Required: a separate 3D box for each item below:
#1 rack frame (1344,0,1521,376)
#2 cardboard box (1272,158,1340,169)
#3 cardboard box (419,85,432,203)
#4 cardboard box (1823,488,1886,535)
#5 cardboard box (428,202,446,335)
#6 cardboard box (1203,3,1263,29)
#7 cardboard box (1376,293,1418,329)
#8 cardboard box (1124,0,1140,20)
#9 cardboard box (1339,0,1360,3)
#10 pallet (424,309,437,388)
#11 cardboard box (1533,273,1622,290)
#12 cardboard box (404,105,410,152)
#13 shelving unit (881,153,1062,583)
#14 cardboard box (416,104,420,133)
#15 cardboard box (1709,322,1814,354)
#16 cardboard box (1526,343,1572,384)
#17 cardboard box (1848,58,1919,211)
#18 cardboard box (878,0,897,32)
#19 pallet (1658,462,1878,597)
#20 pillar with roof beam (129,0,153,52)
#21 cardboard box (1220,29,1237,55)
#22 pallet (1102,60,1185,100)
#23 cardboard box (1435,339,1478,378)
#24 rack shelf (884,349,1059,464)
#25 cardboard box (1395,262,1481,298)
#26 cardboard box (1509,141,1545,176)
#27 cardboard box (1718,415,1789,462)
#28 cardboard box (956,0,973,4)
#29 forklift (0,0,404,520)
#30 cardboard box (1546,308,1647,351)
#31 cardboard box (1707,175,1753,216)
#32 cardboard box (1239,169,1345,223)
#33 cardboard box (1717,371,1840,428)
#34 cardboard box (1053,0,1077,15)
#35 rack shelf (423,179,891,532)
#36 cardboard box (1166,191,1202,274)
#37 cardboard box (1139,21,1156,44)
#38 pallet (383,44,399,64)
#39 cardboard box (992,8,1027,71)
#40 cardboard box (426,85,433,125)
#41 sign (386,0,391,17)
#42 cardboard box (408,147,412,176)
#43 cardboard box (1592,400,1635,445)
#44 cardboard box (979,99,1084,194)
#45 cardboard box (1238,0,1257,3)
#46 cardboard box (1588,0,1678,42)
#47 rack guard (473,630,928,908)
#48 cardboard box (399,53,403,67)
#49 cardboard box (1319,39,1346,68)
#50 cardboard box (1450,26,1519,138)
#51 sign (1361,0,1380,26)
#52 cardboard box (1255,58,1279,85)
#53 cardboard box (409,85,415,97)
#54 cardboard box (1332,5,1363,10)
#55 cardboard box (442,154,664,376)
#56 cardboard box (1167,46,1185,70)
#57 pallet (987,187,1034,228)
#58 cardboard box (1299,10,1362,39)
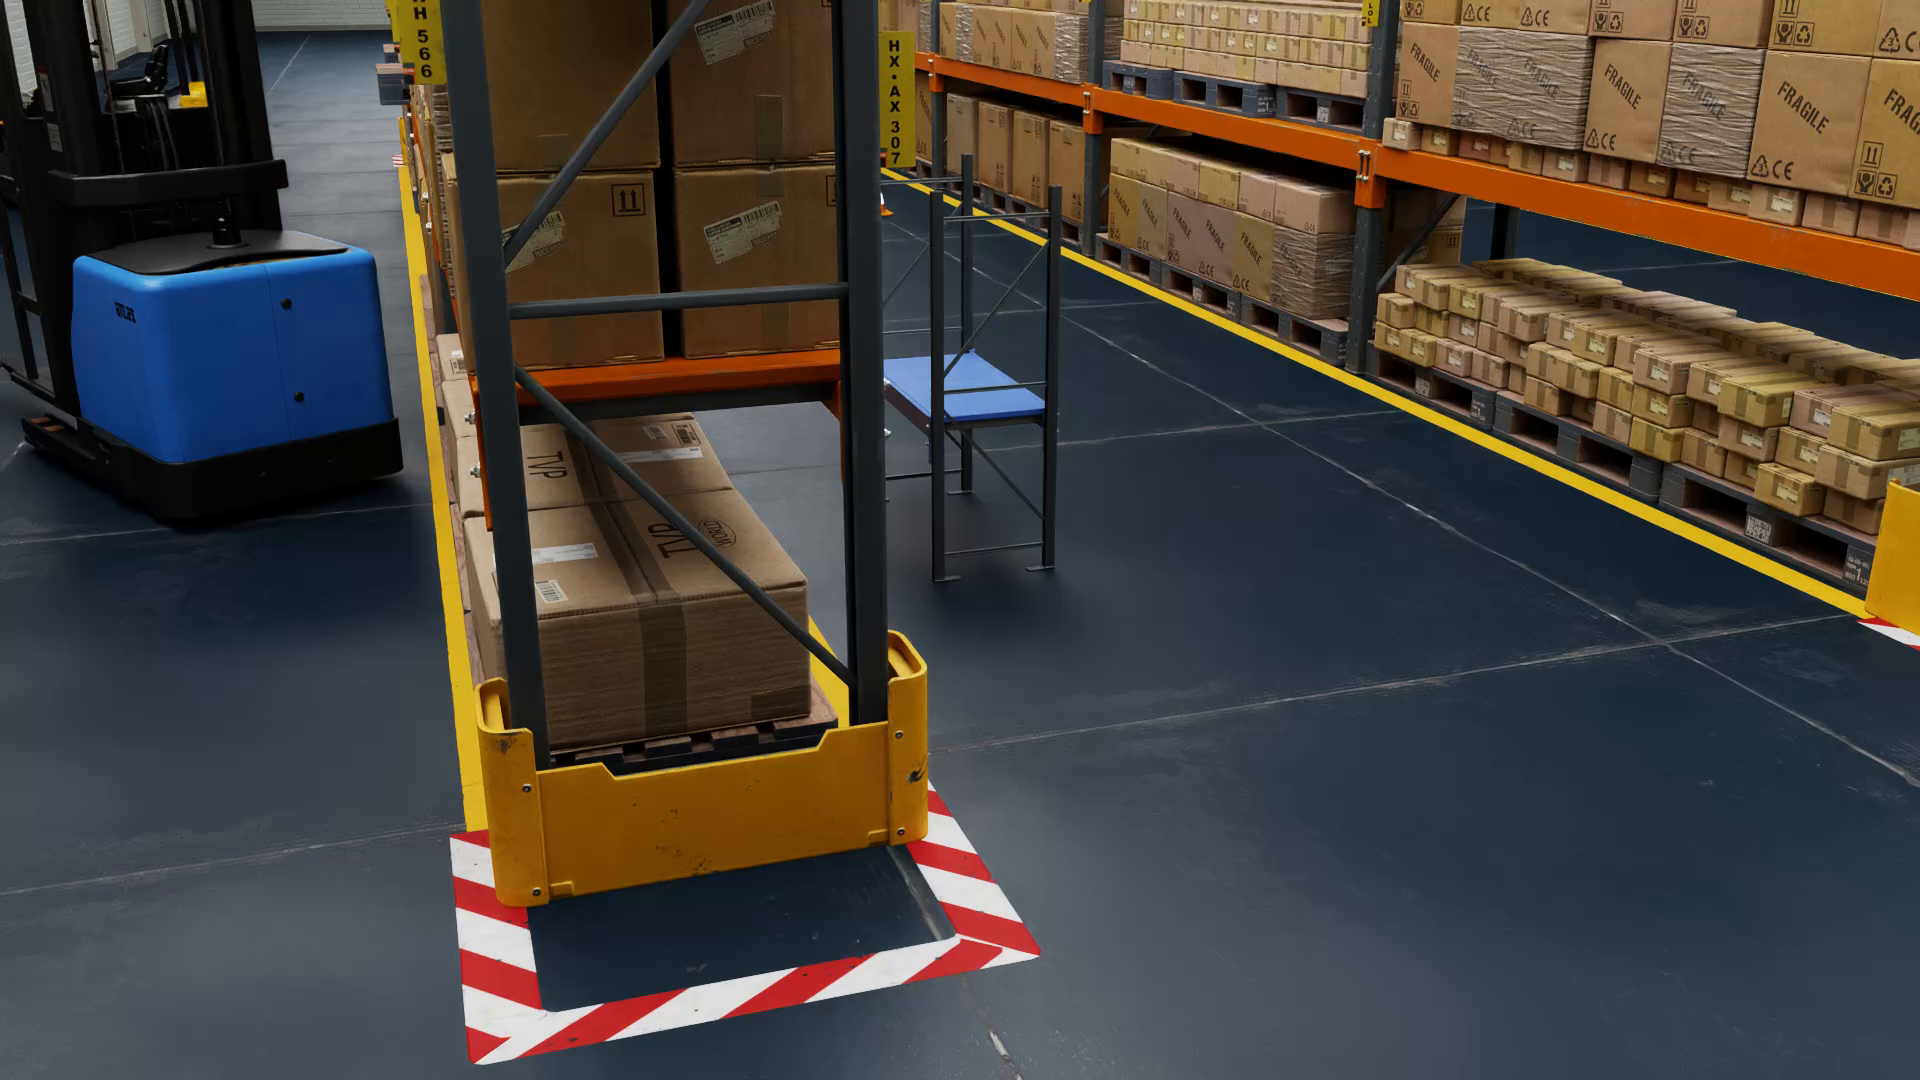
[{"bbox_3d":[2.722,-2.425,9.232,1.000,3.000,0.127,-6,21,-17],"label":"rack frame"},{"bbox_3d":[2.415,-2.399,11.127,0.500,0.250,0.500,-6,20,-15],"label":"cardboard box"},{"bbox_3d":[-1.892,-1.574,6.713,0.500,0.500,0.500,-6,21,-17],"label":"cardboard box"},{"bbox_3d":[3.616,-0.144,6.477,0.380,0.149,0.250,-6,21,-16],"label":"cardboard box"},{"bbox_3d":[-2.216,-1.255,8.495,0.875,0.875,0.875,-6,21,-16],"label":"cardboard box"},{"bbox_3d":[1.841,-3.478,11.032,0.380,0.149,0.250,-6,21,-16],"label":"cardboard box"},{"bbox_3d":[2.532,-1.271,9.174,0.380,0.149,0.250,-5,20,-15],"label":"cardboard box"},{"bbox_3d":[1.428,-3.898,12.202,0.380,0.149,0.250,-6,21,-17],"label":"cardboard box"},{"bbox_3d":[4.742,-5.989,18.566,0.875,0.500,0.500,-6,21,-17],"label":"cardboard box"},{"bbox_3d":[-2.646,-1.186,9.907,1.003,0.211,1.213,-6,21,-17],"label":"pallet"},{"bbox_3d":[3.284,-1.318,8.864,0.380,0.149,0.250,-7,21,-18],"label":"cardboard box"},{"bbox_3d":[-5.062,-4.015,15.995,0.500,0.500,0.500,-6,21,-16],"label":"cardboard box"},{"bbox_3d":[-0.027,-0.733,6.739,0.538,1.500,1.048,-6,21,-17],"label":"shelving unit"},{"bbox_3d":[-2.950,-2.564,9.840,0.500,0.250,0.500,-6,21,-15],"label":"cardboard box"},{"bbox_3d":[3.705,-0.902,7.707,0.380,0.149,0.250,-6,21,-16],"label":"cardboard box"},{"bbox_3d":[2.973,-0.859,8.028,0.380,0.149,0.250,-7,21,-18],"label":"cardboard box"},{"bbox_3d":[3.594,-1.446,5.916,0.500,0.500,0.500,-6,21,-16],"label":"cardboard box"},{"bbox_3d":[-0.434,-5.700,18.126,0.875,0.550,0.500,-6,21,-17],"label":"cardboard box"},{"bbox_3d":[3.734,-0.118,6.933,1.003,0.211,1.213,-6,21,-17],"label":"pallet"},{"bbox_3d":[-14.521,-15.853,37.740,9.100,9.000,0.400,-6,21,-17],"label":"pillar with roof beam"},{"bbox_3d":[1.921,-3.253,10.845,0.380,0.149,0.250,-6,21,-15],"label":"cardboard box"},{"bbox_3d":[1.790,-3.401,12.232,1.213,0.211,1.003,-6,21,-17],"label":"pallet"},{"bbox_3d":[2.743,-0.971,8.778,0.380,0.149,0.250,-6,21,-17],"label":"cardboard box"},{"bbox_3d":[-0.027,-0.564,6.800,0.538,0.185,1.000,-6,21,-17],"label":"rack shelf"},{"bbox_3d":[2.634,-1.429,9.173,0.380,0.149,0.250,-6,20,-15],"label":"cardboard box"},{"bbox_3d":[2.883,-1.851,8.003,0.380,0.149,0.250,-6,21,-16],"label":"cardboard box"},{"bbox_3d":[3.378,-0.443,6.869,0.380,0.149,0.250,-7,21,-19],"label":"cardboard box"},{"bbox_3d":[0.369,-5.352,15.751,0.700,0.500,0.500,-7,21,-18],"label":"cardboard box"},{"bbox_3d":[-3.936,-1.875,7.801,1.130,2.935,3.031,-18,27,-41],"label":"forklift"},{"bbox_3d":[3.061,-1.008,8.001,0.380,0.149,0.250,-7,21,-19],"label":"cardboard box"},{"bbox_3d":[3.316,-1.428,6.826,0.380,0.149,0.250,-7,21,-20],"label":"cardboard box"},{"bbox_3d":[2.099,-2.178,10.510,0.500,0.250,0.500,-5,20,-15],"label":"cardboard box"},{"bbox_3d":[3.346,-0.577,6.801,0.380,0.149,0.250,-7,21,-18],"label":"cardboard box"},{"bbox_3d":[1.173,-4.534,13.475,0.700,0.500,0.500,-7,21,-18],"label":"cardboard box"},{"bbox_3d":[-1.316,-0.887,6.012,1.077,0.370,4.000,-6,21,-17],"label":"rack shelf"},{"bbox_3d":[1.772,-2.151,11.544,0.500,0.500,0.500,-7,21,-19],"label":"cardboard box"},{"bbox_3d":[1.514,-3.665,11.993,0.380,0.149,0.250,-5,20,-15],"label":"cardboard box"},{"bbox_3d":[-4.357,-4.083,14.131,1.003,0.211,1.213,-6,21,-17],"label":"pallet"},{"bbox_3d":[0.591,-4.357,14.461,0.500,0.500,0.500,-6,21,-16],"label":"cardboard box"},{"bbox_3d":[-1.410,-1.554,5.179,0.500,0.500,0.500,-6,21,-17],"label":"cardboard box"},{"bbox_3d":[-3.715,-3.598,10.899,0.100,0.325,0.005,-6,21,-17],"label":"sign"},{"bbox_3d":[-5.077,-3.669,16.140,0.500,0.250,0.500,-7,21,-19],"label":"cardboard box"},{"bbox_3d":[3.141,-0.553,7.615,0.380,0.149,0.250,-6,21,-16],"label":"cardboard box"},{"bbox_3d":[0.788,-3.632,15.297,1.050,0.750,0.750,-6,21,-17],"label":"cardboard box"},{"bbox_3d":[2.214,-3.795,11.915,0.380,0.149,0.250,-6,21,-16],"label":"cardboard box"},{"bbox_3d":[3.099,-2.418,7.143,0.500,0.500,0.500,-7,21,-19],"label":"cardboard box"},{"bbox_3d":[-0.680,0.601,4.504,1.175,0.500,0.348,-6,21,-17],"label":"rack guard"},{"bbox_3d":[-3.803,-3.465,11.875,0.380,0.149,0.250,-7,21,-18],"label":"cardboard box"},{"bbox_3d":[2.326,-2.836,9.685,0.380,0.149,0.250,-6,21,-17],"label":"cardboard box"},{"bbox_3d":[2.801,-2.269,8.207,0.500,0.500,0.500,-6,21,-17],"label":"cardboard box"},{"bbox_3d":[2.197,-2.910,8.868,0.100,0.325,0.005,-6,21,-17],"label":"sign"},{"bbox_3d":[2.079,-2.944,10.425,0.380,0.149,0.250,-7,21,-20],"label":"cardboard box"},{"bbox_3d":[-2.824,-2.635,9.298,0.500,0.250,0.500,-6,21,-16],"label":"cardboard box"},{"bbox_3d":[2.628,-3.375,10.745,0.380,0.149,0.250,-6,21,-15],"label":"cardboard box"},{"bbox_3d":[-1.091,-0.757,4.439,0.500,0.500,0.500,-6,21,-17],"label":"cardboard box"},{"bbox_3d":[1.670,-3.364,11.596,0.380,0.149,0.250,-5,20,-15],"label":"cardboard box"},{"bbox_3d":[0.909,-3.048,15.091,1.003,0.211,1.213,-6,21,-17],"label":"pallet"},{"bbox_3d":[2.246,-3.062,9.875,0.380,0.149,0.250,-7,21,-19],"label":"cardboard box"}]
